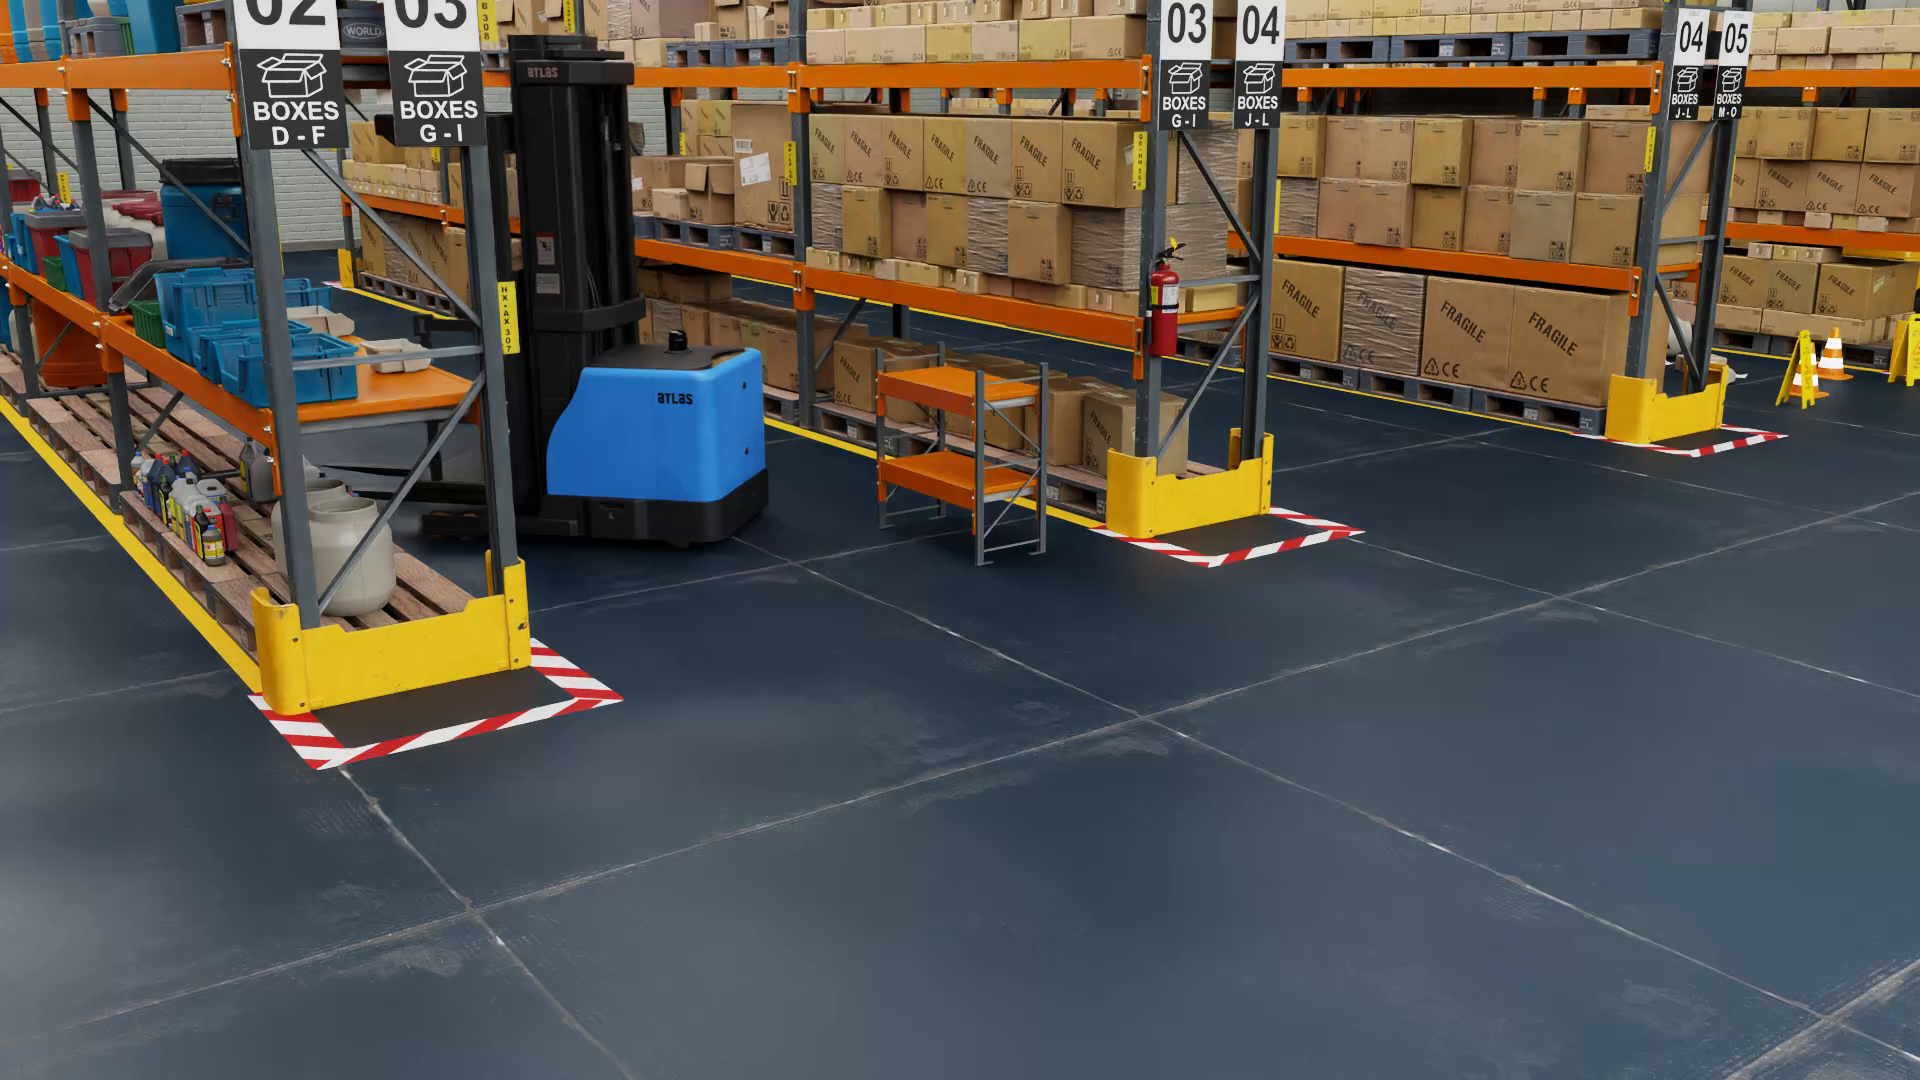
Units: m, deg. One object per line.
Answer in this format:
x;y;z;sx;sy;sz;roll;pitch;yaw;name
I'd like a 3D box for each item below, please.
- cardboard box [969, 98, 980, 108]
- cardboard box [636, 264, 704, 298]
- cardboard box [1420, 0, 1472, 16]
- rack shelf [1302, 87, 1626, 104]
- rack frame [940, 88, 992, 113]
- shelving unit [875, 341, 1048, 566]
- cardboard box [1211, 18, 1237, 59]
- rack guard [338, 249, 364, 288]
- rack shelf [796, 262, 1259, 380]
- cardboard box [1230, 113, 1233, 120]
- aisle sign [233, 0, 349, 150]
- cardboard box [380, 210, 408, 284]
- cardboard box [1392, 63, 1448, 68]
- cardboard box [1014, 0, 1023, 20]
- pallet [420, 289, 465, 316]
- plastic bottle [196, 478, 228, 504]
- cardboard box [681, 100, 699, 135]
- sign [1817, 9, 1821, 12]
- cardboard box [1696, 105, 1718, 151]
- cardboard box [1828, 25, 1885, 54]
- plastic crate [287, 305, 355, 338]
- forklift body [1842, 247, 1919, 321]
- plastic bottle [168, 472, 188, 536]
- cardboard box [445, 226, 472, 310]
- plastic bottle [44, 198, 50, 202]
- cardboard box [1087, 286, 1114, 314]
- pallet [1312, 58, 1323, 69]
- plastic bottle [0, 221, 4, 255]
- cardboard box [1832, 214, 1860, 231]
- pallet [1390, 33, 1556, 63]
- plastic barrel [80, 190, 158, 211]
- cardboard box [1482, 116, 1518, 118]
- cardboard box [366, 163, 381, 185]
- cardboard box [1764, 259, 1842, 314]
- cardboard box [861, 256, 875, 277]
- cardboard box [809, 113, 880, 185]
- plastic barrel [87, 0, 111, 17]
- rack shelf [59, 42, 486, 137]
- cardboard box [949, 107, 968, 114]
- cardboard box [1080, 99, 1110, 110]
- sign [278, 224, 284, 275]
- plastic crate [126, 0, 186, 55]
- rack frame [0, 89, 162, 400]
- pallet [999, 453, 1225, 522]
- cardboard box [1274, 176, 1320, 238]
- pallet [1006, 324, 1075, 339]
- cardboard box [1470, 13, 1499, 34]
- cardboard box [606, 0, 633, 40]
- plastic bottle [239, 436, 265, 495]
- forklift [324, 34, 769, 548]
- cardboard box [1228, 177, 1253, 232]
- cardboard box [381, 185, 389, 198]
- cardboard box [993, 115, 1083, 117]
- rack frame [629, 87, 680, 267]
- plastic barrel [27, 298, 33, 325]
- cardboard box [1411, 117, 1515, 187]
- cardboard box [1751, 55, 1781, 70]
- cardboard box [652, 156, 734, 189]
0.364;-7.120;27.097;0.380;0.149;0.250;-10;18;-33;cardboard box
-2.786;-2.497;16.000;0.500;0.250;0.500;-10;18;-32;cardboard box
4.173;-4.459;13.741;0.500;0.250;0.500;-11;19;-34;cardboard box
5.988;-5.478;20.091;1.077;0.370;4.000;-11;19;-35;rack shelf
0.108;-6.514;28.194;1.000;3.000;0.127;-11;19;-35;rack frame
-0.004;-0.544;9.933;0.538;1.125;1.048;-11;19;-35;shelving unit
1.425;-3.077;10.237;0.500;0.250;0.500;-10;18;-33;cardboard box
-7.922;-3.775;22.923;1.175;0.500;0.348;-11;19;-35;rack guard
0.323;-1.639;11.746;1.077;0.370;4.000;-11;19;-35;rack shelf
3.988;-5.514;22.458;0.500;0.500;0.500;-10;18;-34;cardboard box
-2.705;-1.983;6.714;0.394;0.787;0.004;-11;19;-35;aisle sign
-6.932;-3.835;21.635;0.875;0.875;0.875;-11;19;-35;cardboard box
5.732;-5.981;20.369;0.797;0.503;0.637;-11;19;-35;cardboard box
0.564;-3.374;10.569;0.380;0.149;0.250;-11;19;-34;cardboard box
-5.940;-2.951;20.459;1.003;0.211;1.213;-11;19;-35;pallet
-4.254;-0.204;9.464;0.152;0.276;0.135;-11;19;-35;plastic bottle
-3.787;-6.261;24.623;0.500;0.500;0.500;-11;19;-35;cardboard box
10.743;-6.484;20.828;0.100;0.325;0.005;-11;19;-35;sign
7.803;-4.274;17.363;0.700;0.500;0.500;-11;19;-36;cardboard box
8.713;-4.792;15.943;0.500;0.250;0.500;-11;19;-35;cardboard box
-3.699;-1.210;9.314;0.530;0.136;0.437;-11;19;-35;plastic crate
10.938;-3.581;19.086;2.313;2.155;1.214;-11;19;-35;forklift body
-4.359;-0.211;9.350;0.144;0.351;0.185;-11;19;-35;plastic bottle
-5.164;-3.166;19.190;1.225;0.875;0.875;-11;19;-34;cardboard box
-9.069;-3.259;16.536;0.152;0.276;0.135;-11;19;-35;plastic bottle
1.018;-1.520;10.425;0.380;0.149;0.250;-11;19;-35;cardboard box
4.390;-6.291;22.054;1.213;0.211;1.003;-10;18;-32;pallet
-7.929;-2.512;13.793;0.061;0.283;0.133;-11;19;-35;plastic bottle
8.750;-3.118;16.261;0.380;0.149;0.250;-11;19;-35;cardboard box
4.405;-4.129;13.966;1.003;0.211;1.213;-11;19;-35;pallet
-6.693;-2.512;13.315;0.600;0.536;0.708;-11;19;-35;plastic barrel
6.294;-4.867;19.401;0.380;0.149;0.250;-12;19;-36;cardboard box
-7.241;-4.685;21.231;0.500;0.250;0.500;-12;19;-36;cardboard box
8.524;-2.577;16.802;0.500;0.500;0.500;-10;18;-33;cardboard box
-0.509;-2.043;12.335;0.380;0.149;0.250;-11;19;-35;cardboard box
-0.794;-2.952;12.532;0.500;0.500;0.500;-11;19;-35;cardboard box
-4.765;-3.225;9.489;0.421;0.512;0.421;0;15;0;plastic barrel
-3.683;-2.317;8.541;1.077;0.370;4.000;-11;19;-35;rack shelf
0.160;-6.898;27.513;0.500;0.500;0.500;-11;19;-36;cardboard box
2.021;-6.520;24.902;0.380;0.149;0.250;-11;19;-36;cardboard box
-4.407;-1.861;10.670;0.100;0.325;0.005;-11;19;-35;sign
-3.872;-2.590;8.205;0.392;0.384;0.575;-11;19;-35;plastic crate
-7.211;-2.499;13.523;1.000;3.000;0.127;-11;19;-35;rack frame
1.006;-0.409;11.172;1.003;0.211;1.213;-11;19;-35;pallet
3.446;-3.157;15.645;0.875;0.550;0.550;-11;19;-35;cardboard box
1.270;-2.491;18.777;1.003;0.211;1.213;-11;19;-35;pallet
4.355;-4.174;13.452;0.380;0.149;0.250;-11;19;-34;cardboard box
-2.841;-4.754;14.947;0.500;0.500;0.500;-11;19;-34;cardboard box
-4.364;-0.464;10.274;0.144;0.351;0.185;-11;19;-35;plastic bottle
-2.794;-1.541;10.153;3.031;2.935;1.130;3;16;11;forklift
2.696;-3.280;16.188;0.500;0.500;0.500;-11;19;-35;cardboard box
-7.061;-4.399;20.944;0.380;0.149;0.250;-11;19;-36;cardboard box
0.514;-2.713;11.660;0.500;0.500;0.500;-11;19;-35;cardboard box
-3.204;-3.267;16.332;1.000;3.000;0.127;-11;19;-35;rack frame
-8.176;-1.881;15.039;0.600;0.588;0.708;-11;19;-35;plastic barrel
4.350;-3.323;14.204;0.875;0.550;0.500;-11;19;-35;cardboard box
8.140;-4.777;16.641;0.380;0.149;0.250;-11;19;-35;cardboard box
-2.445;-3.305;15.486;0.700;0.500;0.500;-8;17;-26;cardboard box
